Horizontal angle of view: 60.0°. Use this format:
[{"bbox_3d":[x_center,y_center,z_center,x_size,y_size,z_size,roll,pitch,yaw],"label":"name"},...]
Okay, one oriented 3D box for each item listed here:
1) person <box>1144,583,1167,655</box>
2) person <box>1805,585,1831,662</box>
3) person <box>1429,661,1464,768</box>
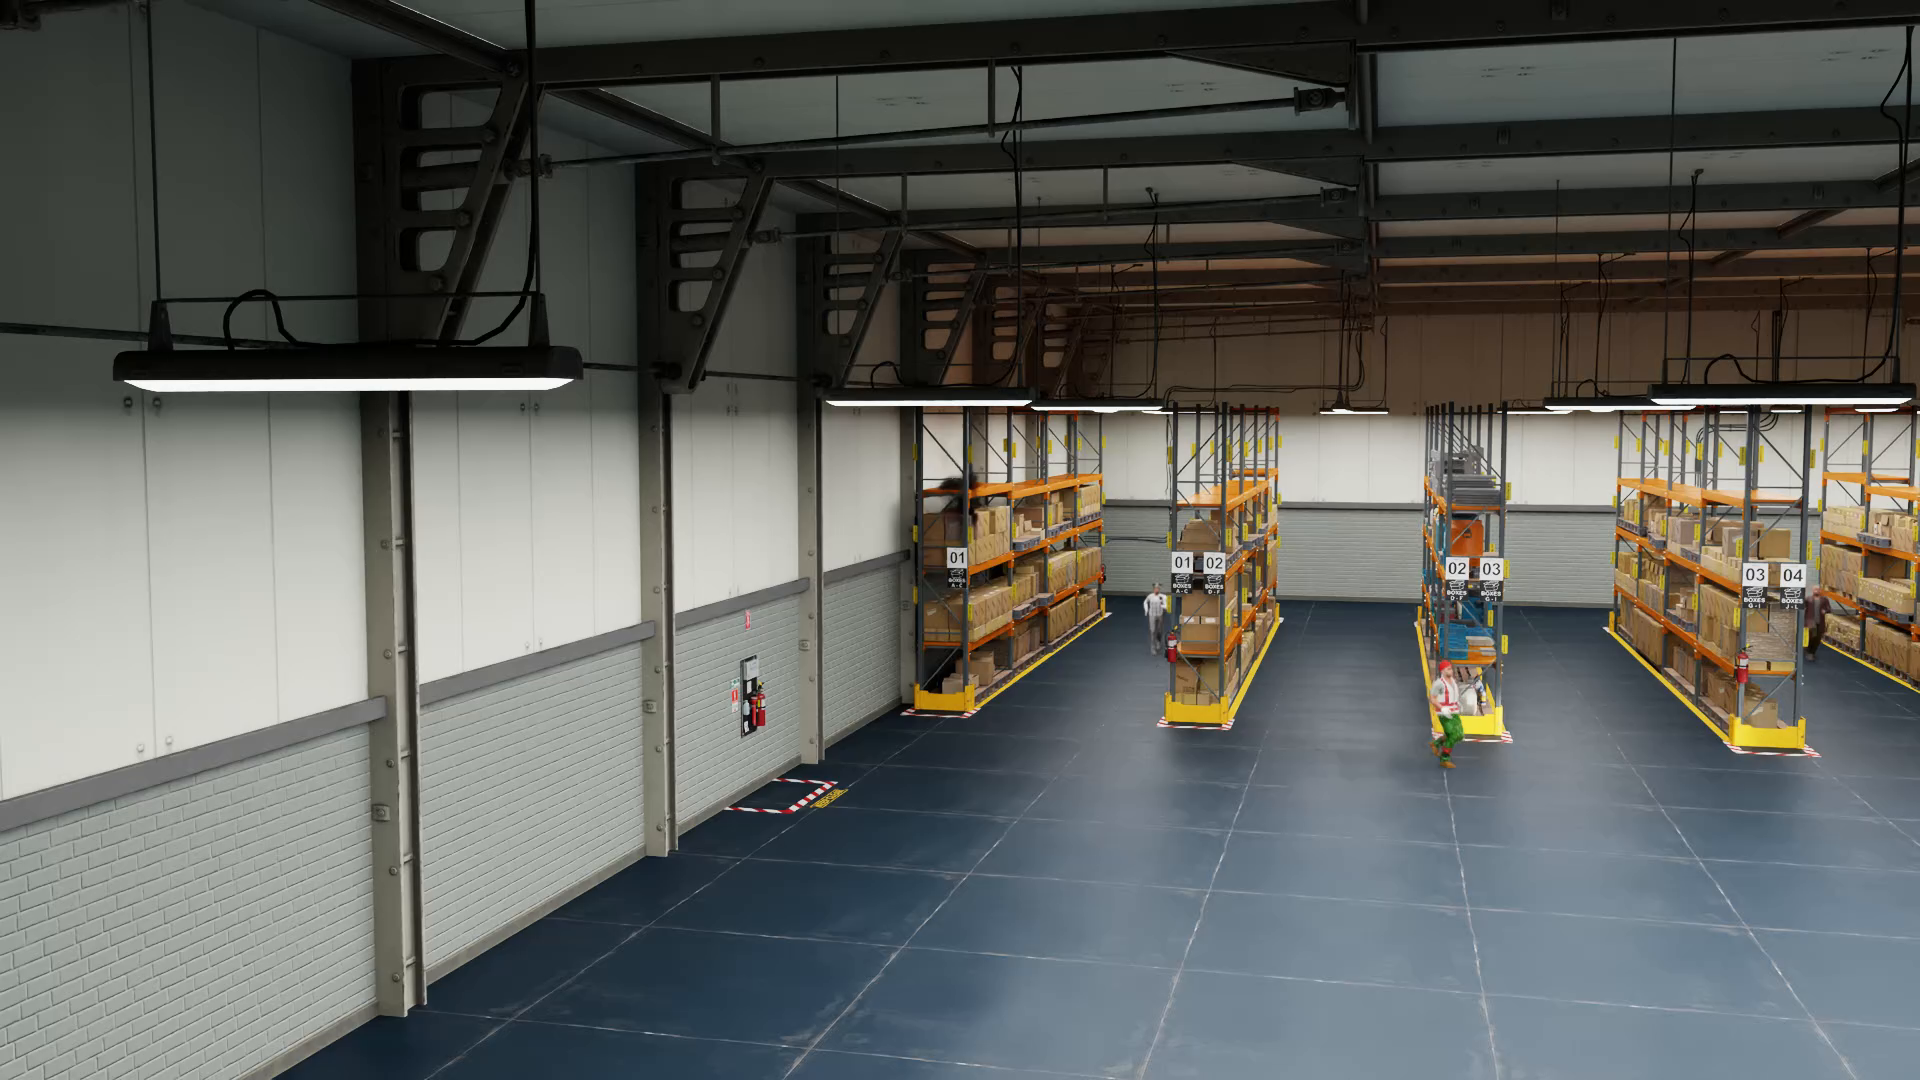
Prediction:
[{"bbox_3d":[4.770,1.876,40.363,0.600,1.709,0.873,0,4,6],"label":"person"},{"bbox_3d":[20.066,1.960,39.030,0.673,1.803,0.776,0,4,7],"label":"person"},{"bbox_3d":[7.968,2.843,27.254,0.654,1.748,0.516,-3,5,-40],"label":"person"}]
